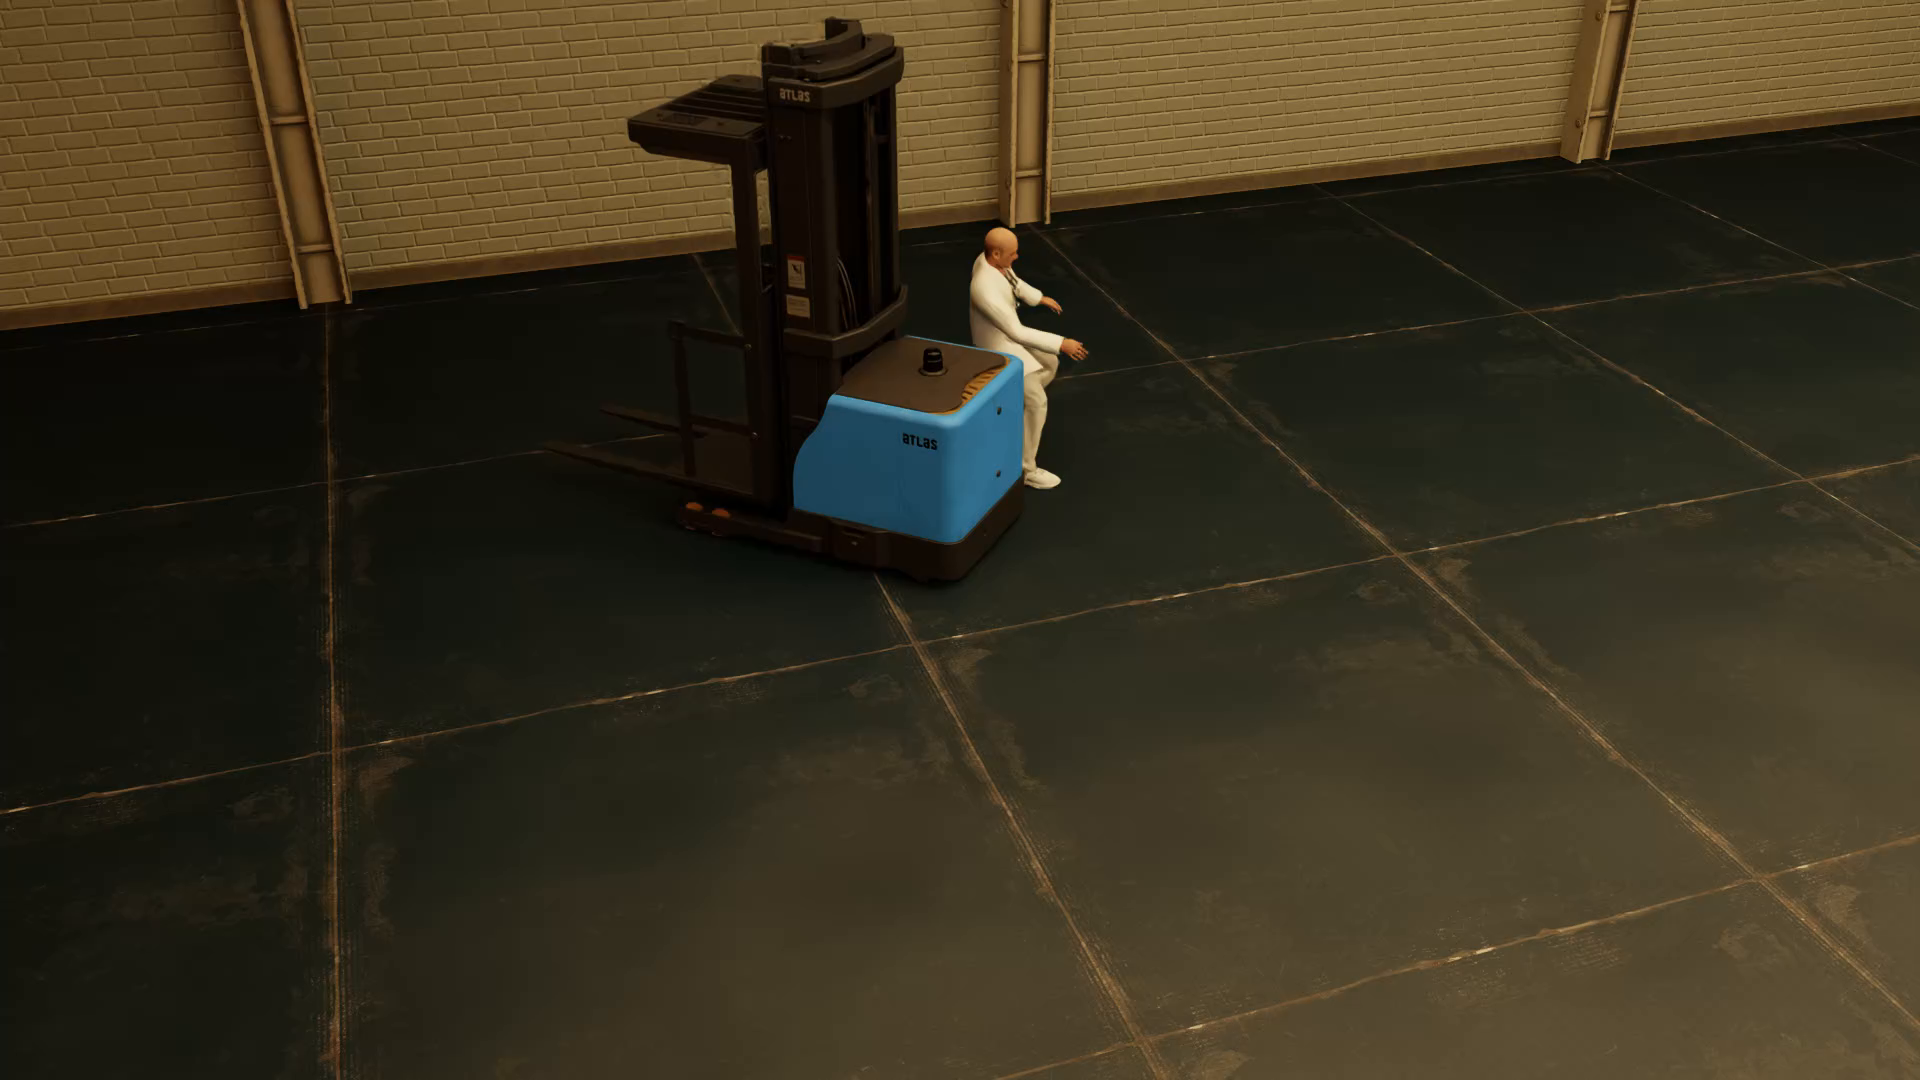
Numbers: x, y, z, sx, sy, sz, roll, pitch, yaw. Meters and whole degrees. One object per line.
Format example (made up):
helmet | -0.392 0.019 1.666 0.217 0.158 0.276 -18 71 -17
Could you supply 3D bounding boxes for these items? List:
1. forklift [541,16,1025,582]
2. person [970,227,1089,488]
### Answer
forklift | -1.167 -1.515 9.720 3.031 2.935 1.130 13 32 21
person | 0.442 -1.237 10.587 0.768 1.586 0.871 3 30 5
